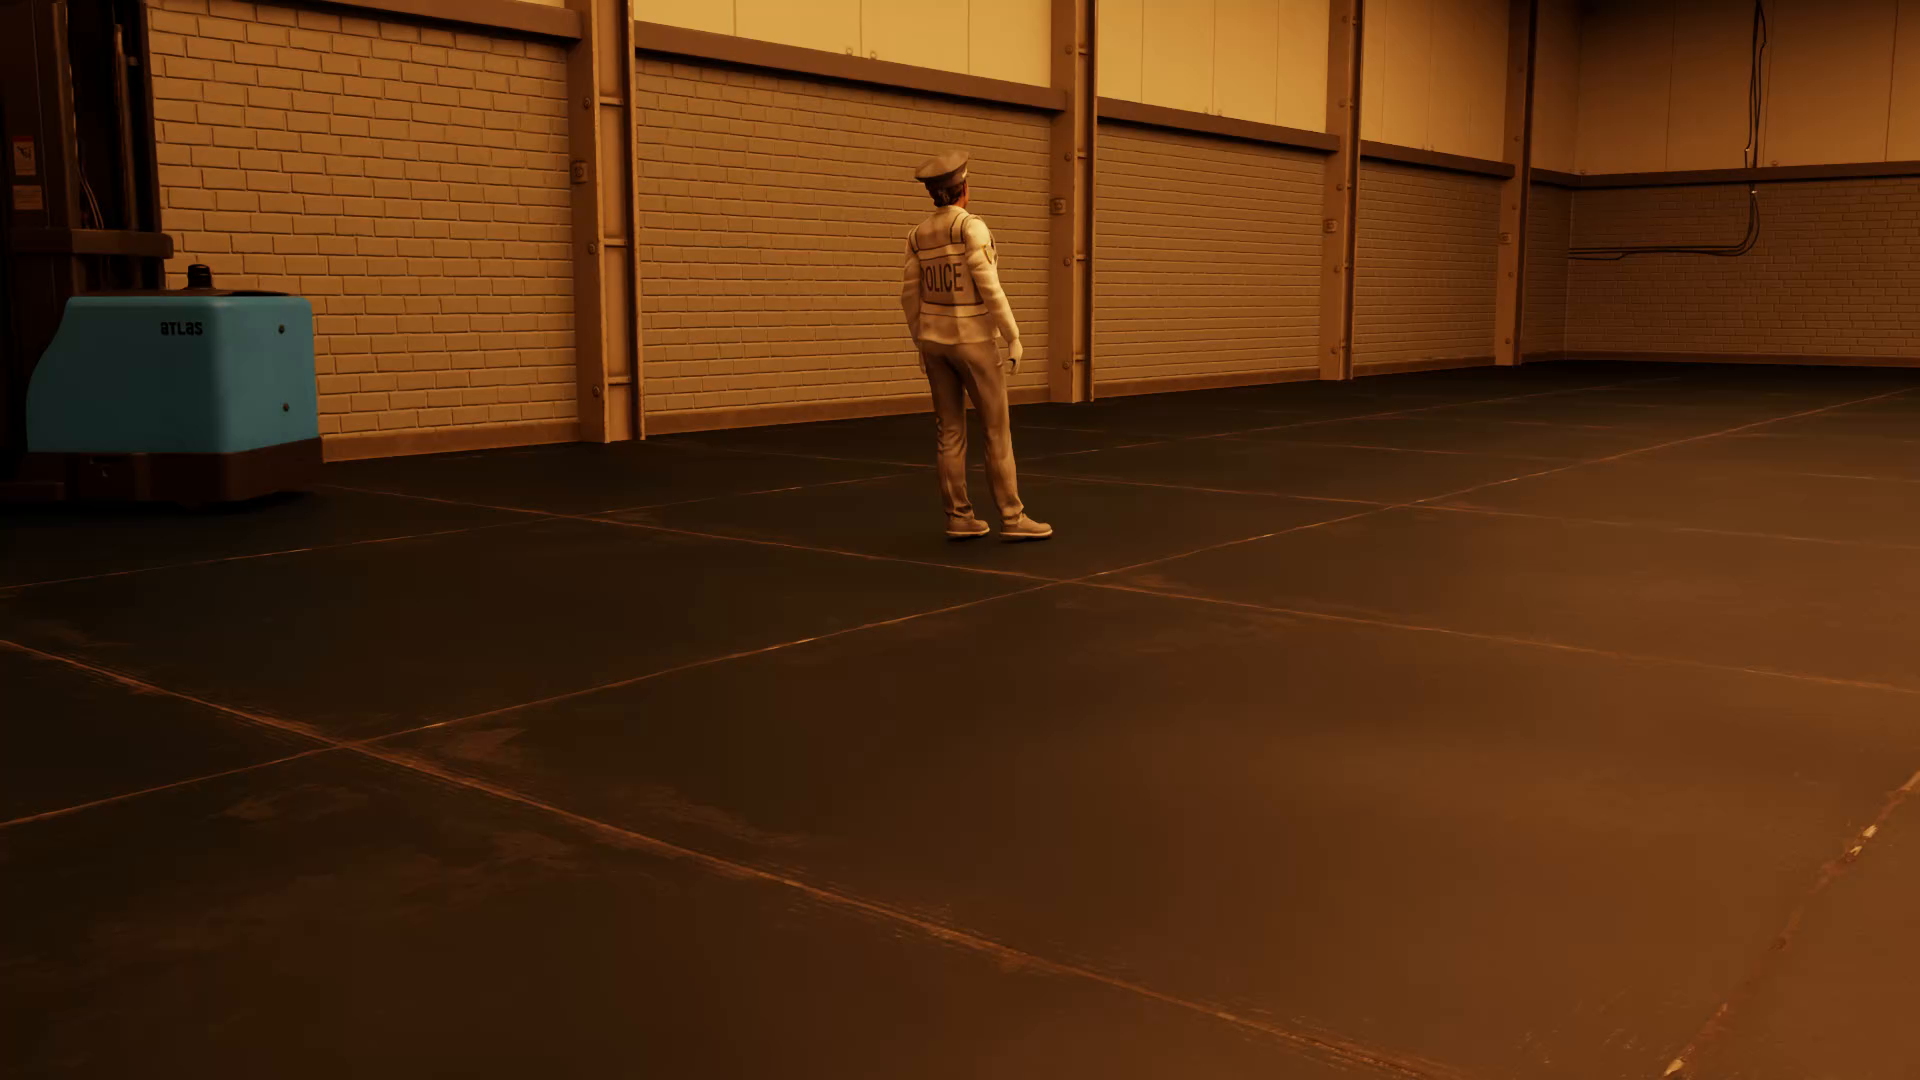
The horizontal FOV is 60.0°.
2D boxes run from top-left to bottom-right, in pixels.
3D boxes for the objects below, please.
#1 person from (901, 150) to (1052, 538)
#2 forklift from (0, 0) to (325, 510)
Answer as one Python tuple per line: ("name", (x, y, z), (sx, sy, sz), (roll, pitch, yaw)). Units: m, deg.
("person", (0.049, -0.853, 7.330), (0.587, 1.694, 0.530), (7, 11, 38))
("forklift", (-5.028, -1.656, 8.597), (3.031, 2.935, 1.130), (1, 8, 4))
